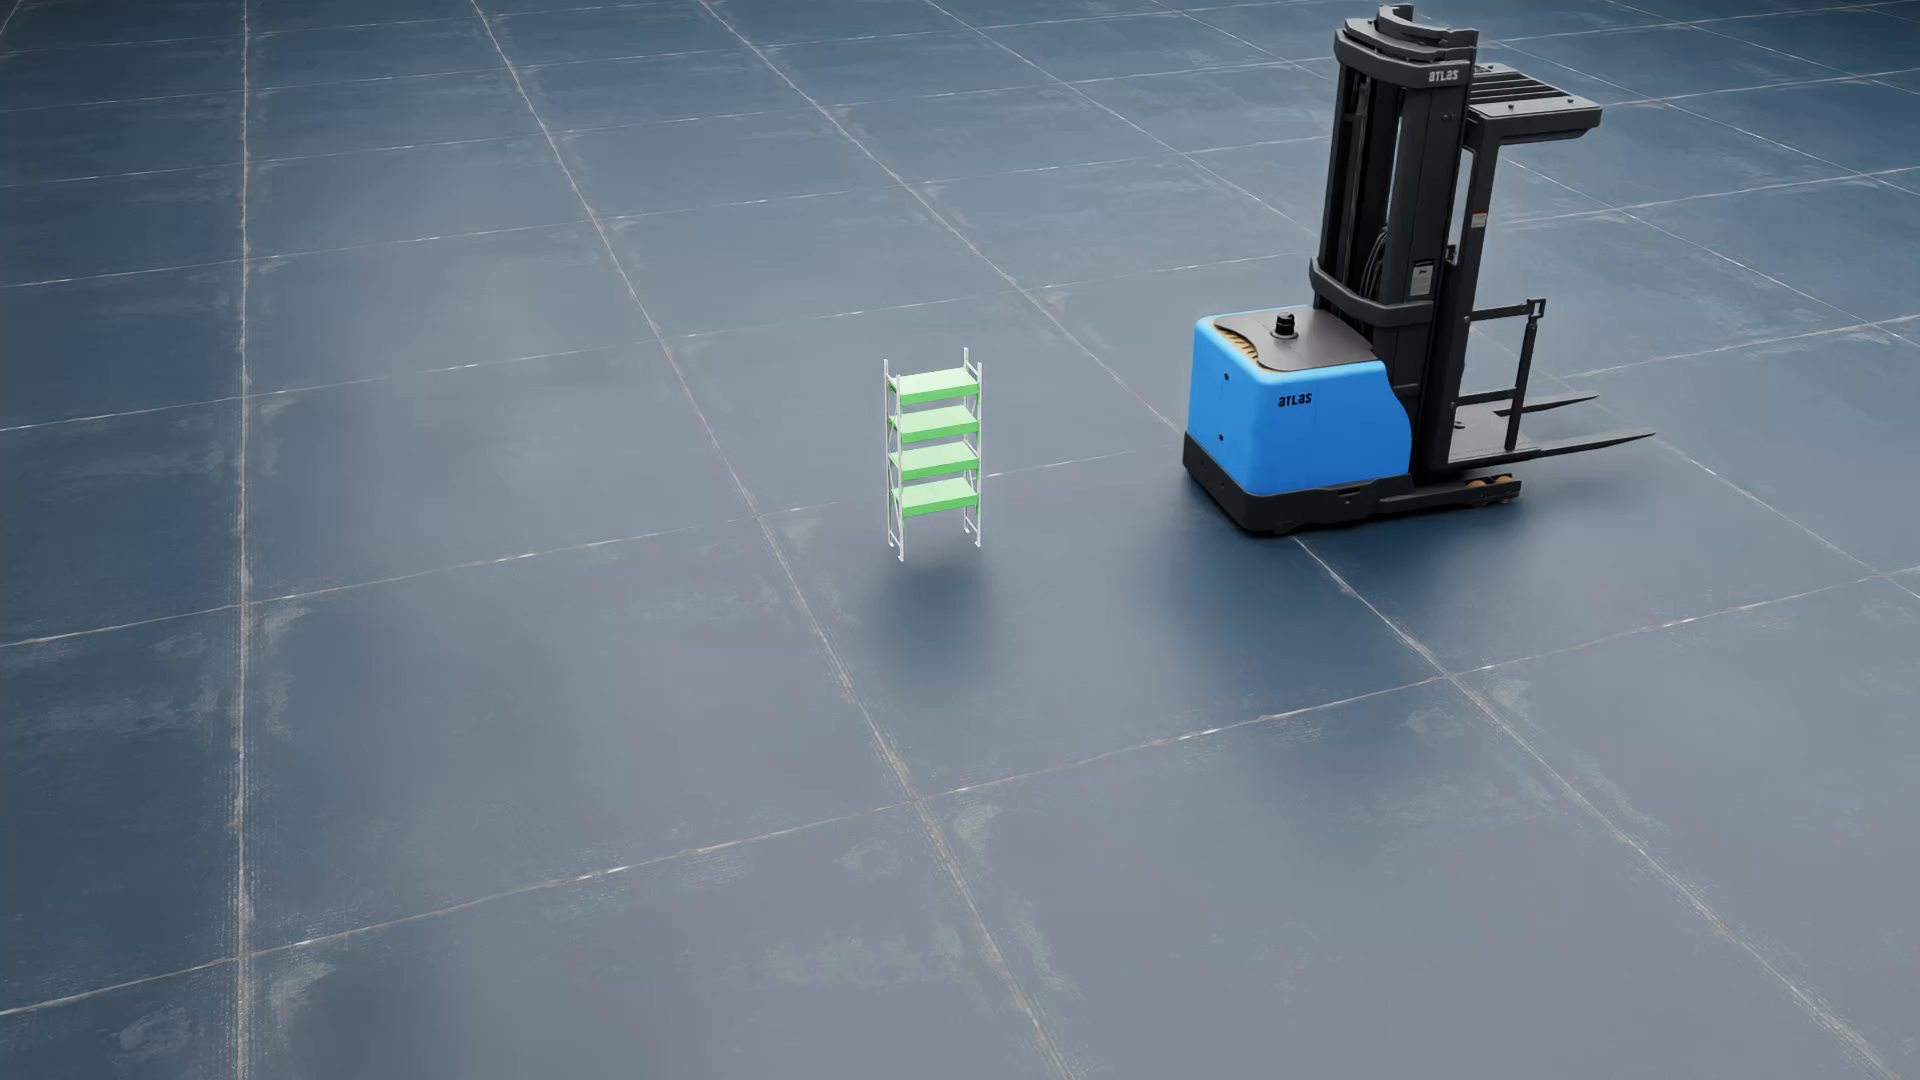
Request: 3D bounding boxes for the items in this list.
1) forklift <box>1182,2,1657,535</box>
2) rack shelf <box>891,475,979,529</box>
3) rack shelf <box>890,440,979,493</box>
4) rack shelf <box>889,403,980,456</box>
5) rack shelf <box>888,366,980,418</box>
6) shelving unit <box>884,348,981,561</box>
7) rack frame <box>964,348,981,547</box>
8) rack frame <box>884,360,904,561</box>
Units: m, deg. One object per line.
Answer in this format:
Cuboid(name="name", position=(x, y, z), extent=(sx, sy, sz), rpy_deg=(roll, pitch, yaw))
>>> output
Cuboid(name="forklift", position=(3.024, -1.720, 10.158), extent=(3.031, 2.935, 1.130), rpy_deg=(-9, 31, -15))
Cuboid(name="rack shelf", position=(-0.155, -0.229, 9.904), extent=(0.480, 0.148, 0.258), rpy_deg=(-10, 31, -18))
Cuboid(name="rack shelf", position=(-0.155, -0.437, 9.785), extent=(0.480, 0.148, 0.258), rpy_deg=(-10, 31, -18))
Cuboid(name="rack shelf", position=(-0.155, -0.646, 9.666), extent=(0.480, 0.148, 0.258), rpy_deg=(-10, 31, -18))
Cuboid(name="rack shelf", position=(-0.155, -0.854, 9.547), extent=(0.480, 0.148, 0.258), rpy_deg=(-10, 31, -18))
Cuboid(name="shelving unit", position=(-0.155, -0.493, 9.753), extent=(0.503, 1.200, 0.258), rpy_deg=(-10, 31, -18))
Cuboid(name="rack frame", position=(0.074, -0.535, 9.827), extent=(0.015, 1.200, 0.240), rpy_deg=(-10, 31, -18))
Cuboid(name="rack frame", position=(-0.384, -0.451, 9.679), extent=(0.015, 1.200, 0.240), rpy_deg=(-10, 31, -18))
